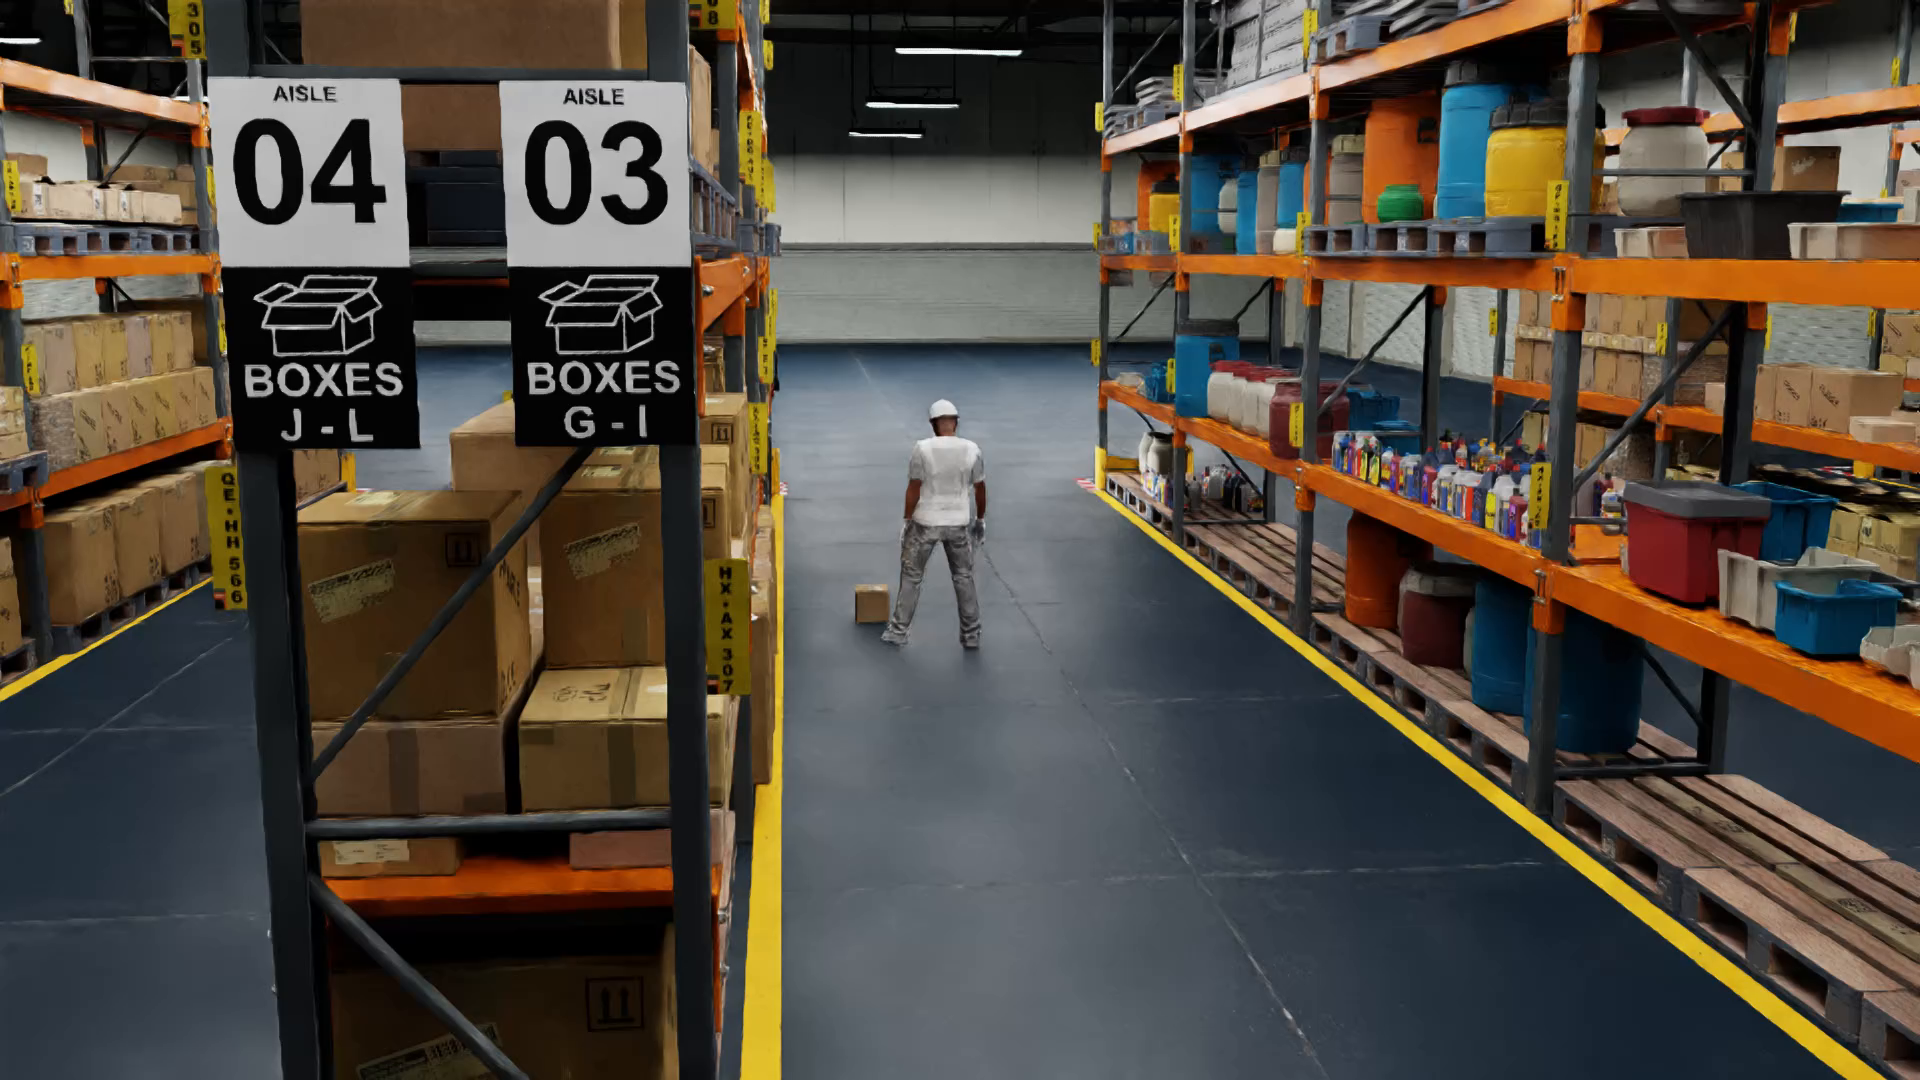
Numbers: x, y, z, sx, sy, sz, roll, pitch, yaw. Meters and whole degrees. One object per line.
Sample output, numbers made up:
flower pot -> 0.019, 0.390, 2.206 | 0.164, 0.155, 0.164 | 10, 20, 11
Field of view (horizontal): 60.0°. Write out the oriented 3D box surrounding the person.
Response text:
person -> -0.183, -0.122, 11.929 | 0.724, 1.774, 0.471 | -3, 10, -16
